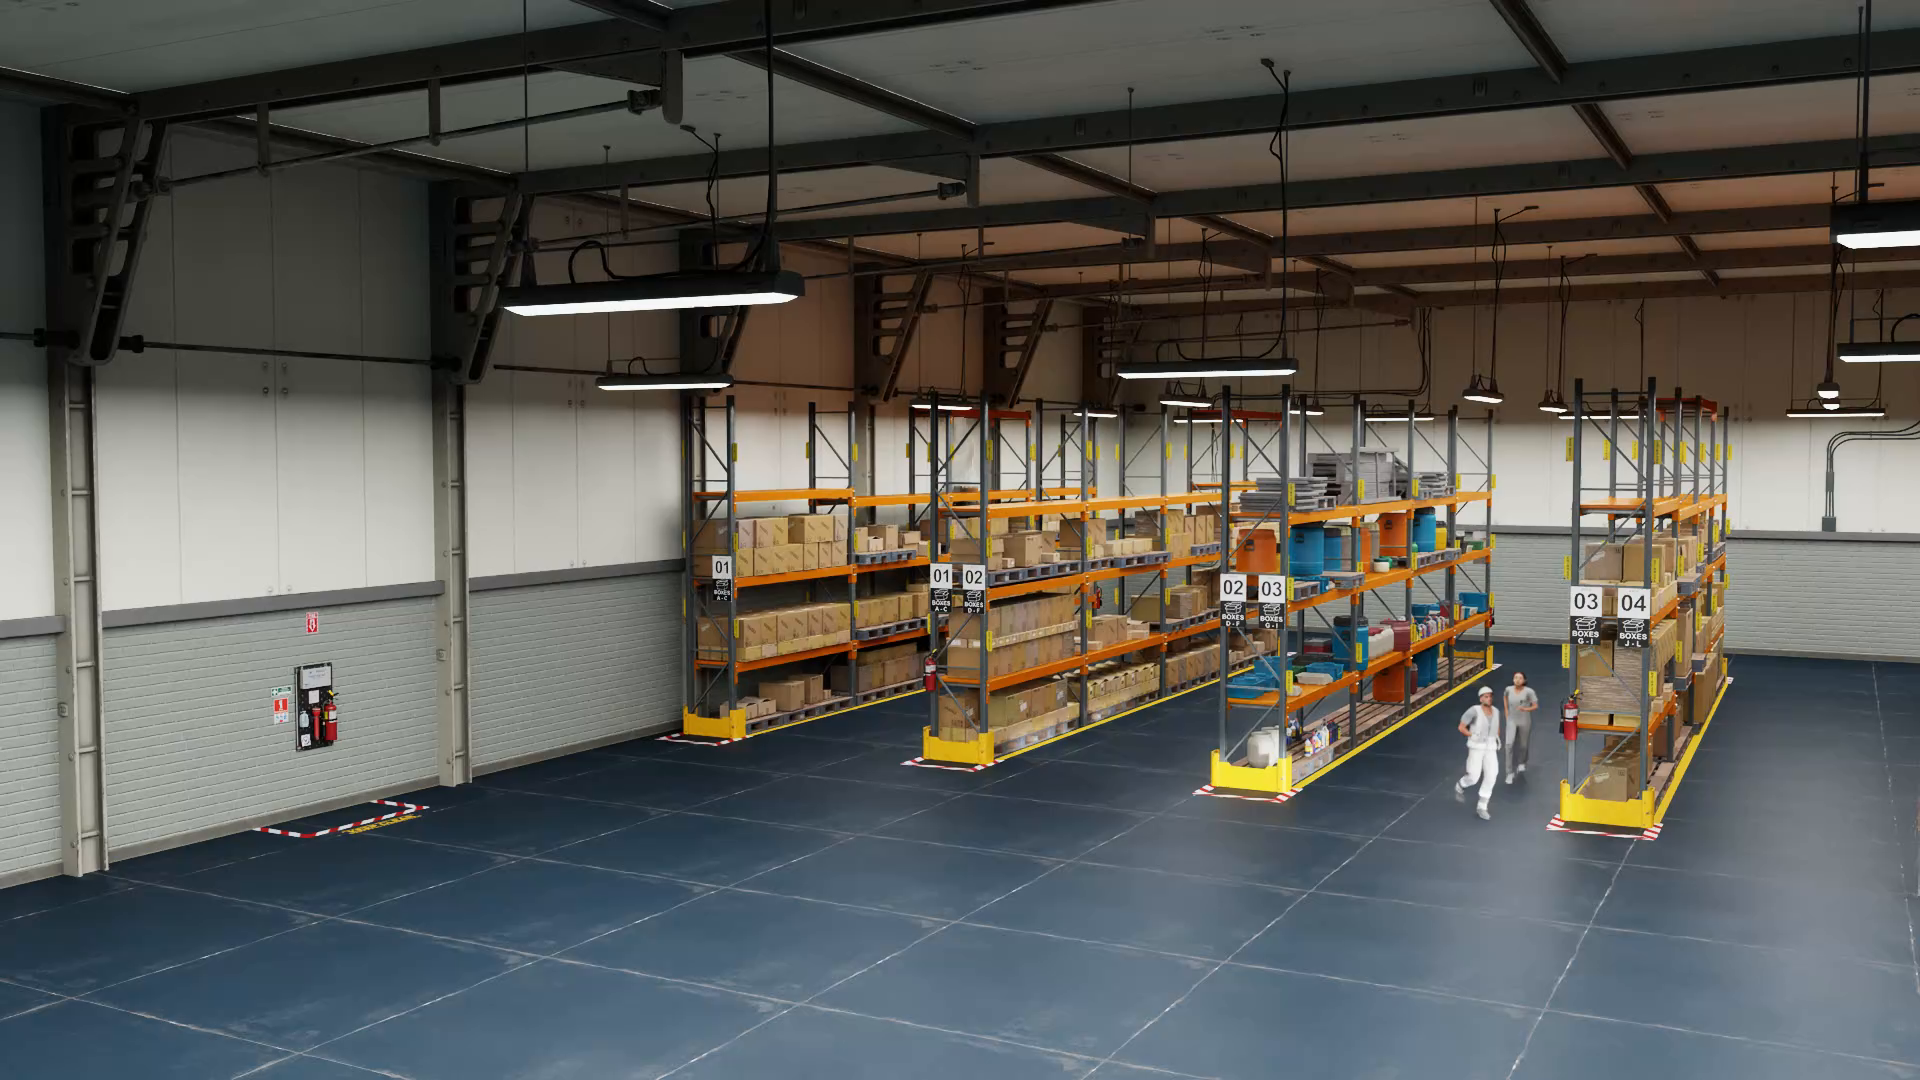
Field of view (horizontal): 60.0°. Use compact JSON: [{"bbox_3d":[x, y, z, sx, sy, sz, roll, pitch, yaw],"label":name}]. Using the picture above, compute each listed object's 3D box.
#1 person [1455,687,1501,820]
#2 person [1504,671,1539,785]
[{"bbox_3d":[7.219,2.912,23.045,0.674,1.782,0.822,-1,3,-10],"label":"person"},{"bbox_3d":[8.571,2.840,25.424,0.535,1.716,0.988,1,3,24],"label":"person"}]
